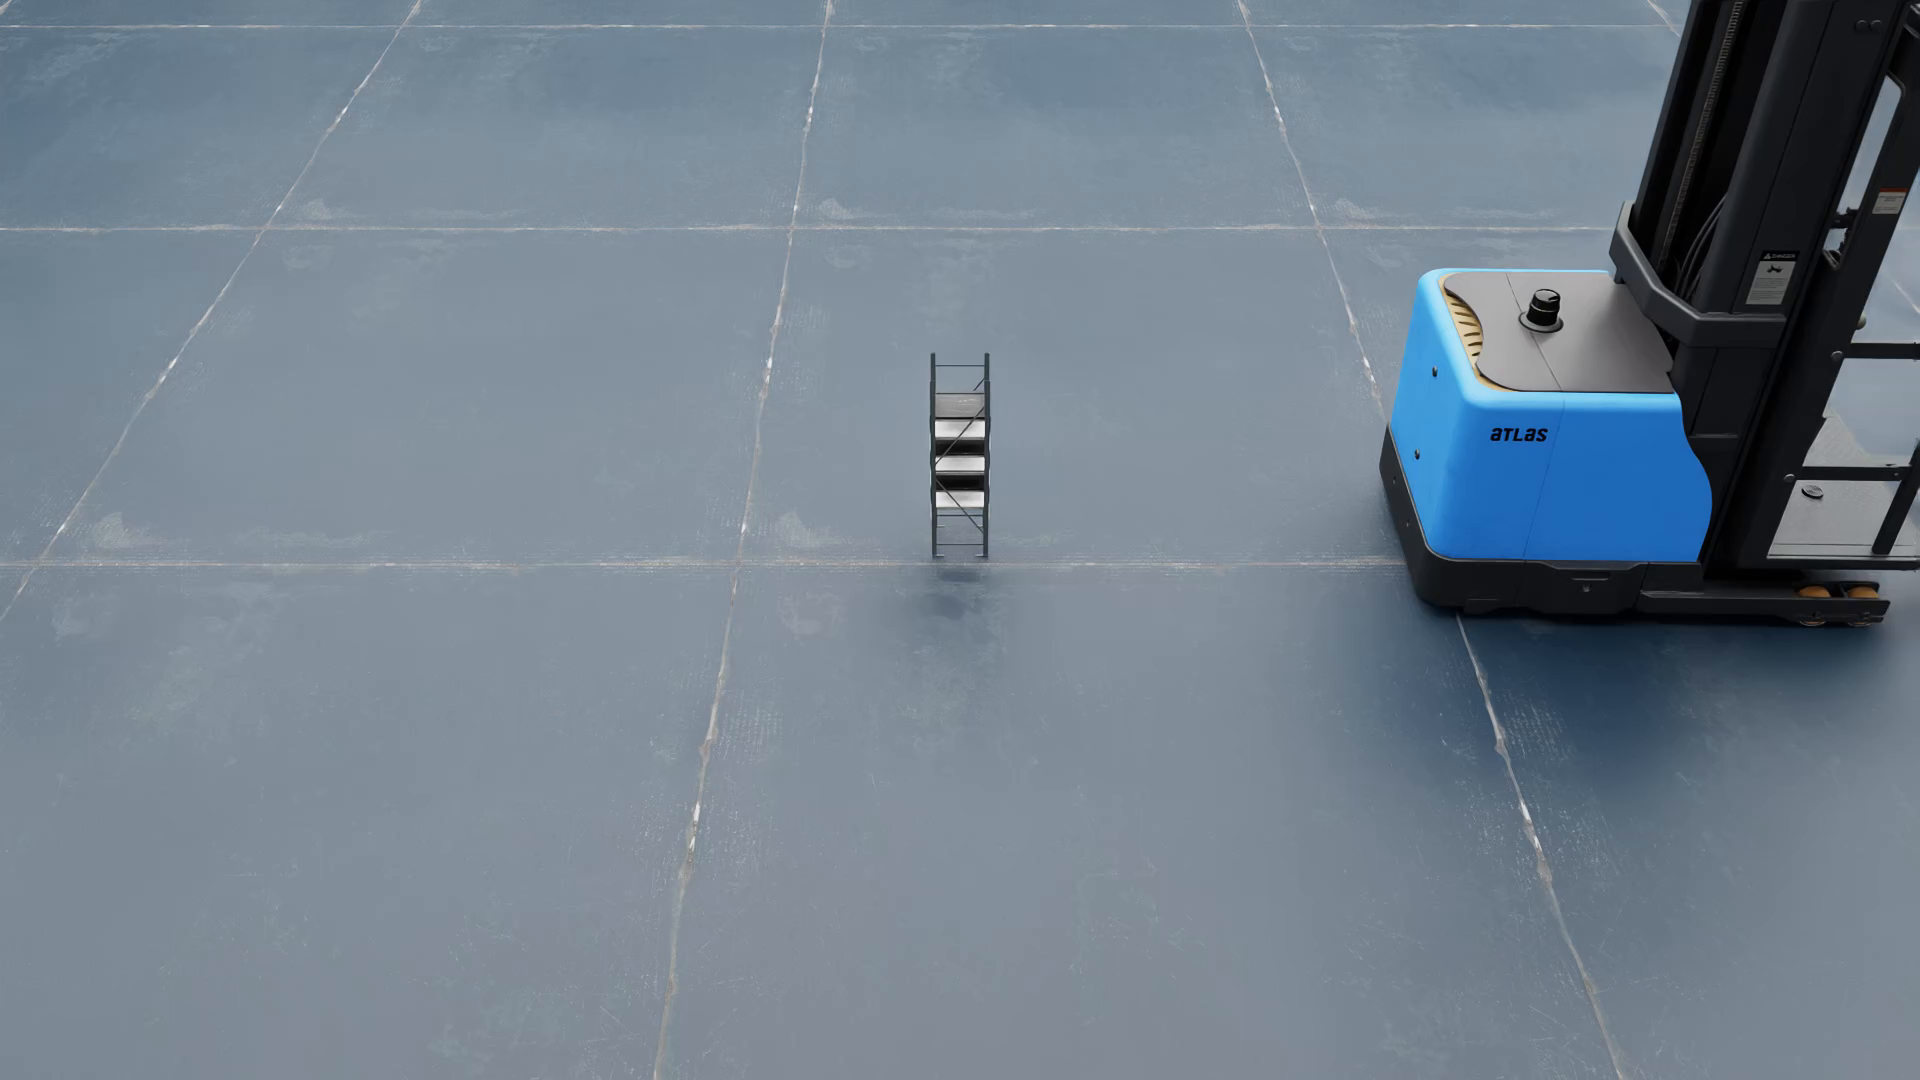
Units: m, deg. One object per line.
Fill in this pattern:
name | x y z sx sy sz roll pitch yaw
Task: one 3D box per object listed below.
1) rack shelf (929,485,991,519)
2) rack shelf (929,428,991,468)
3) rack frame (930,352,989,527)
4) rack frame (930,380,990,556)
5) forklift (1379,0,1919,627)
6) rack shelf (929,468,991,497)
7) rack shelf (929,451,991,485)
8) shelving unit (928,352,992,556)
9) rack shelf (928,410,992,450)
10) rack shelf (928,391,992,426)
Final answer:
rack shelf | 0.000 -0.180 7.096 0.258 0.077 0.200 0 39 0
rack shelf | 0.000 -0.390 6.927 0.258 0.077 0.200 0 39 0
rack frame | 0.000 -0.410 7.042 0.240 0.900 0.006 0 39 0
rack frame | 0.000 -0.282 6.883 0.240 0.900 0.006 0 39 0
forklift | 3.405 -1.127 6.313 3.031 2.935 1.130 1 39 1
rack shelf | 0.000 -0.250 7.039 0.258 0.077 0.200 0 39 0
rack shelf | 0.000 -0.320 6.983 0.258 0.077 0.200 0 39 0
shelving unit | 0.000 -0.346 6.962 0.258 0.900 0.210 0 39 0
rack shelf | 0.000 -0.461 6.871 0.258 0.077 0.200 0 39 0
rack shelf | 0.000 -0.531 6.814 0.258 0.077 0.200 0 39 0
